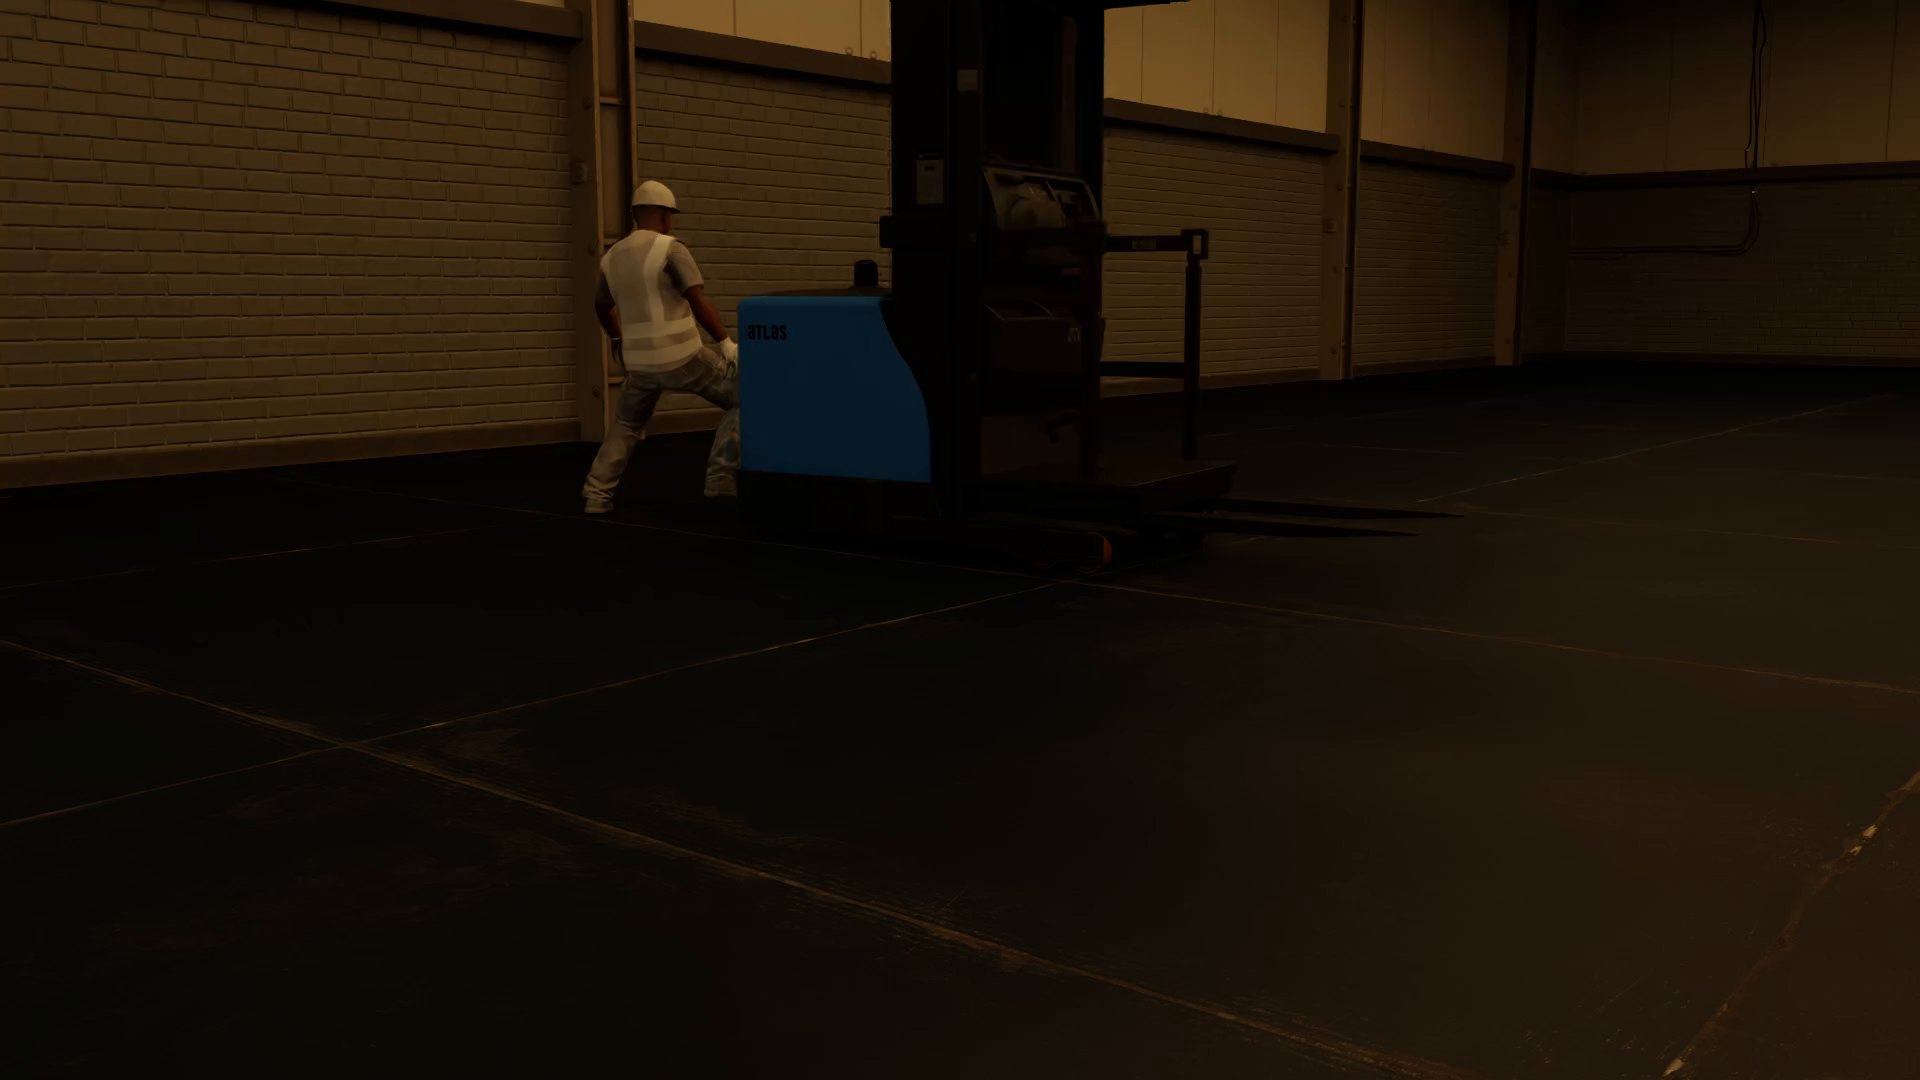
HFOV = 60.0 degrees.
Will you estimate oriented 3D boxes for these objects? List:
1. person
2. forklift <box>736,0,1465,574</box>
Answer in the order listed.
[{"bbox_3d":[-1.486,-0.947,8.278,1.012,1.651,0.661,6,10,35],"label":"person"},{"bbox_3d":[0.529,-1.405,6.887,3.031,2.935,1.130,5,10,31],"label":"forklift"}]
